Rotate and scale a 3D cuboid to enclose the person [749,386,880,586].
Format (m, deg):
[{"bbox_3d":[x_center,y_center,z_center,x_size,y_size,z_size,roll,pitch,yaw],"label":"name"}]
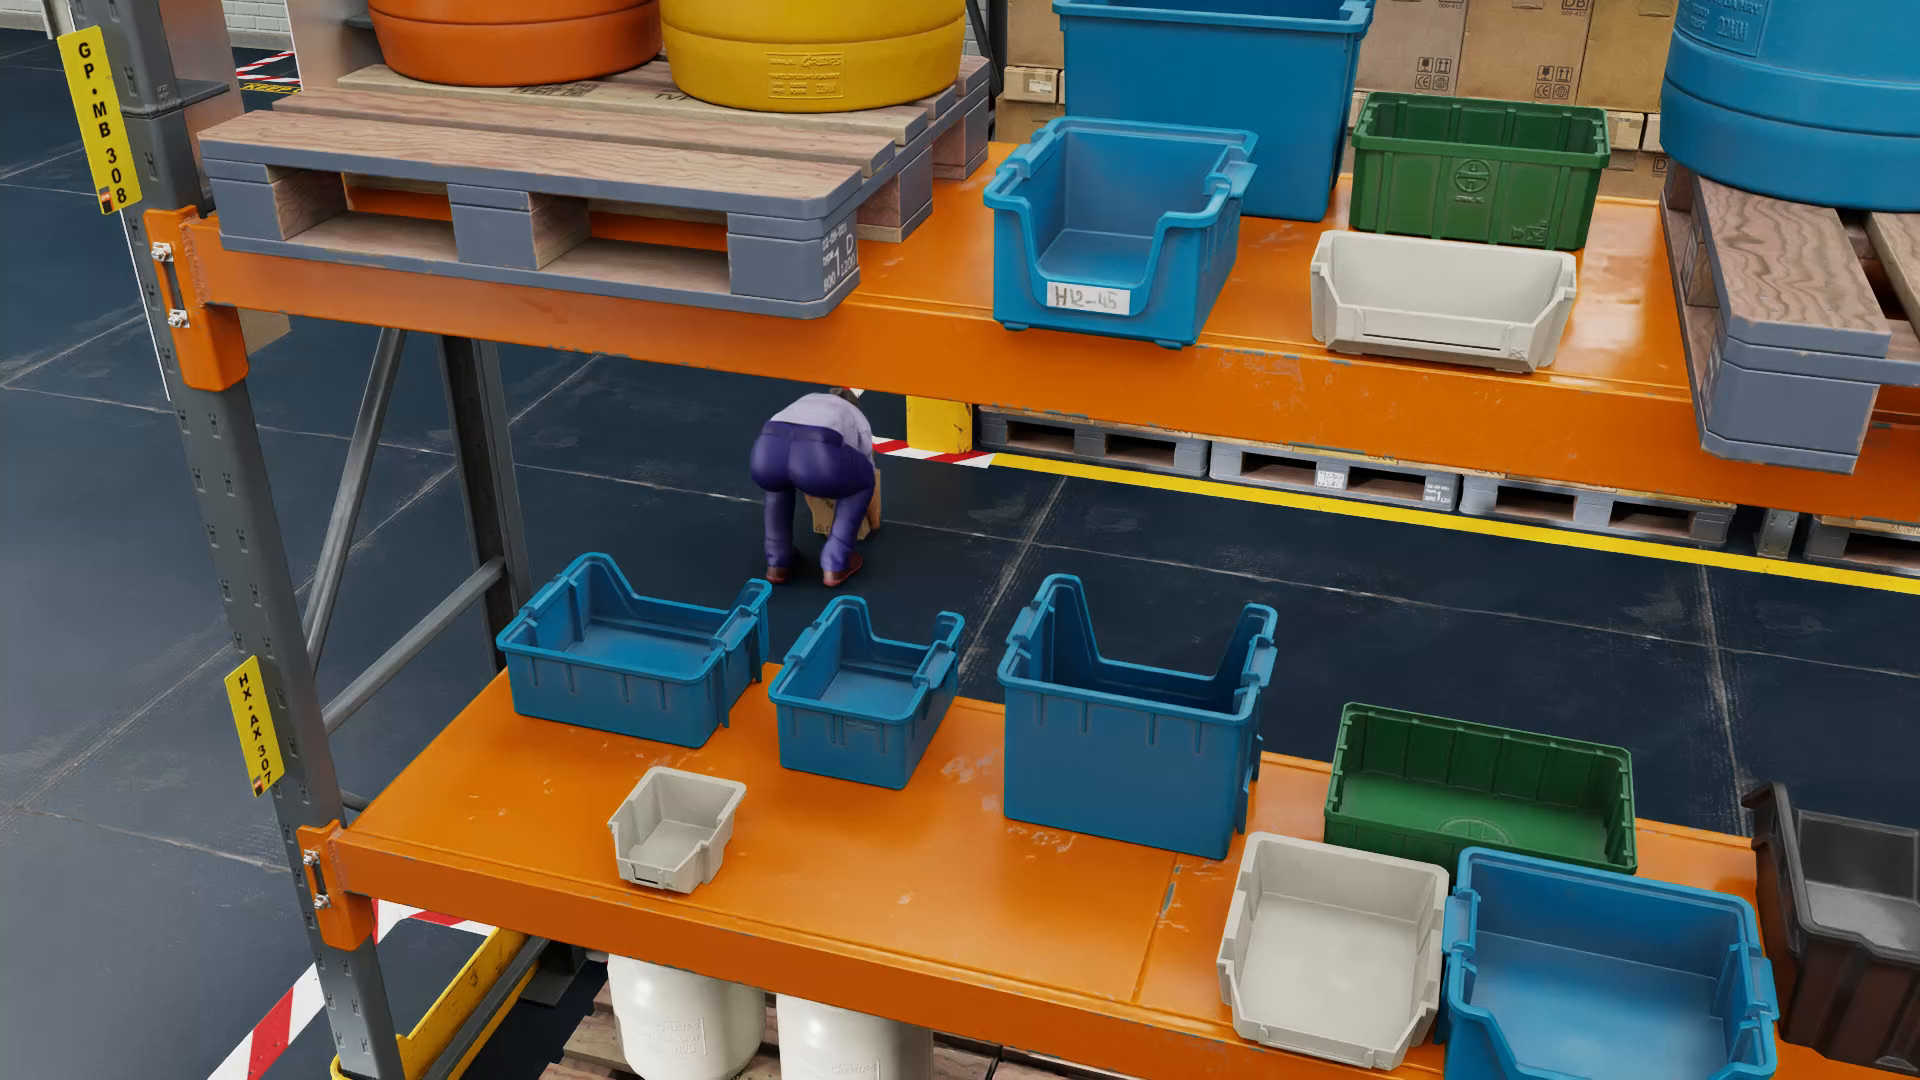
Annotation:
[{"bbox_3d":[-0.633,-0.279,7.461,0.513,0.841,0.899,7,30,13],"label":"person"}]
